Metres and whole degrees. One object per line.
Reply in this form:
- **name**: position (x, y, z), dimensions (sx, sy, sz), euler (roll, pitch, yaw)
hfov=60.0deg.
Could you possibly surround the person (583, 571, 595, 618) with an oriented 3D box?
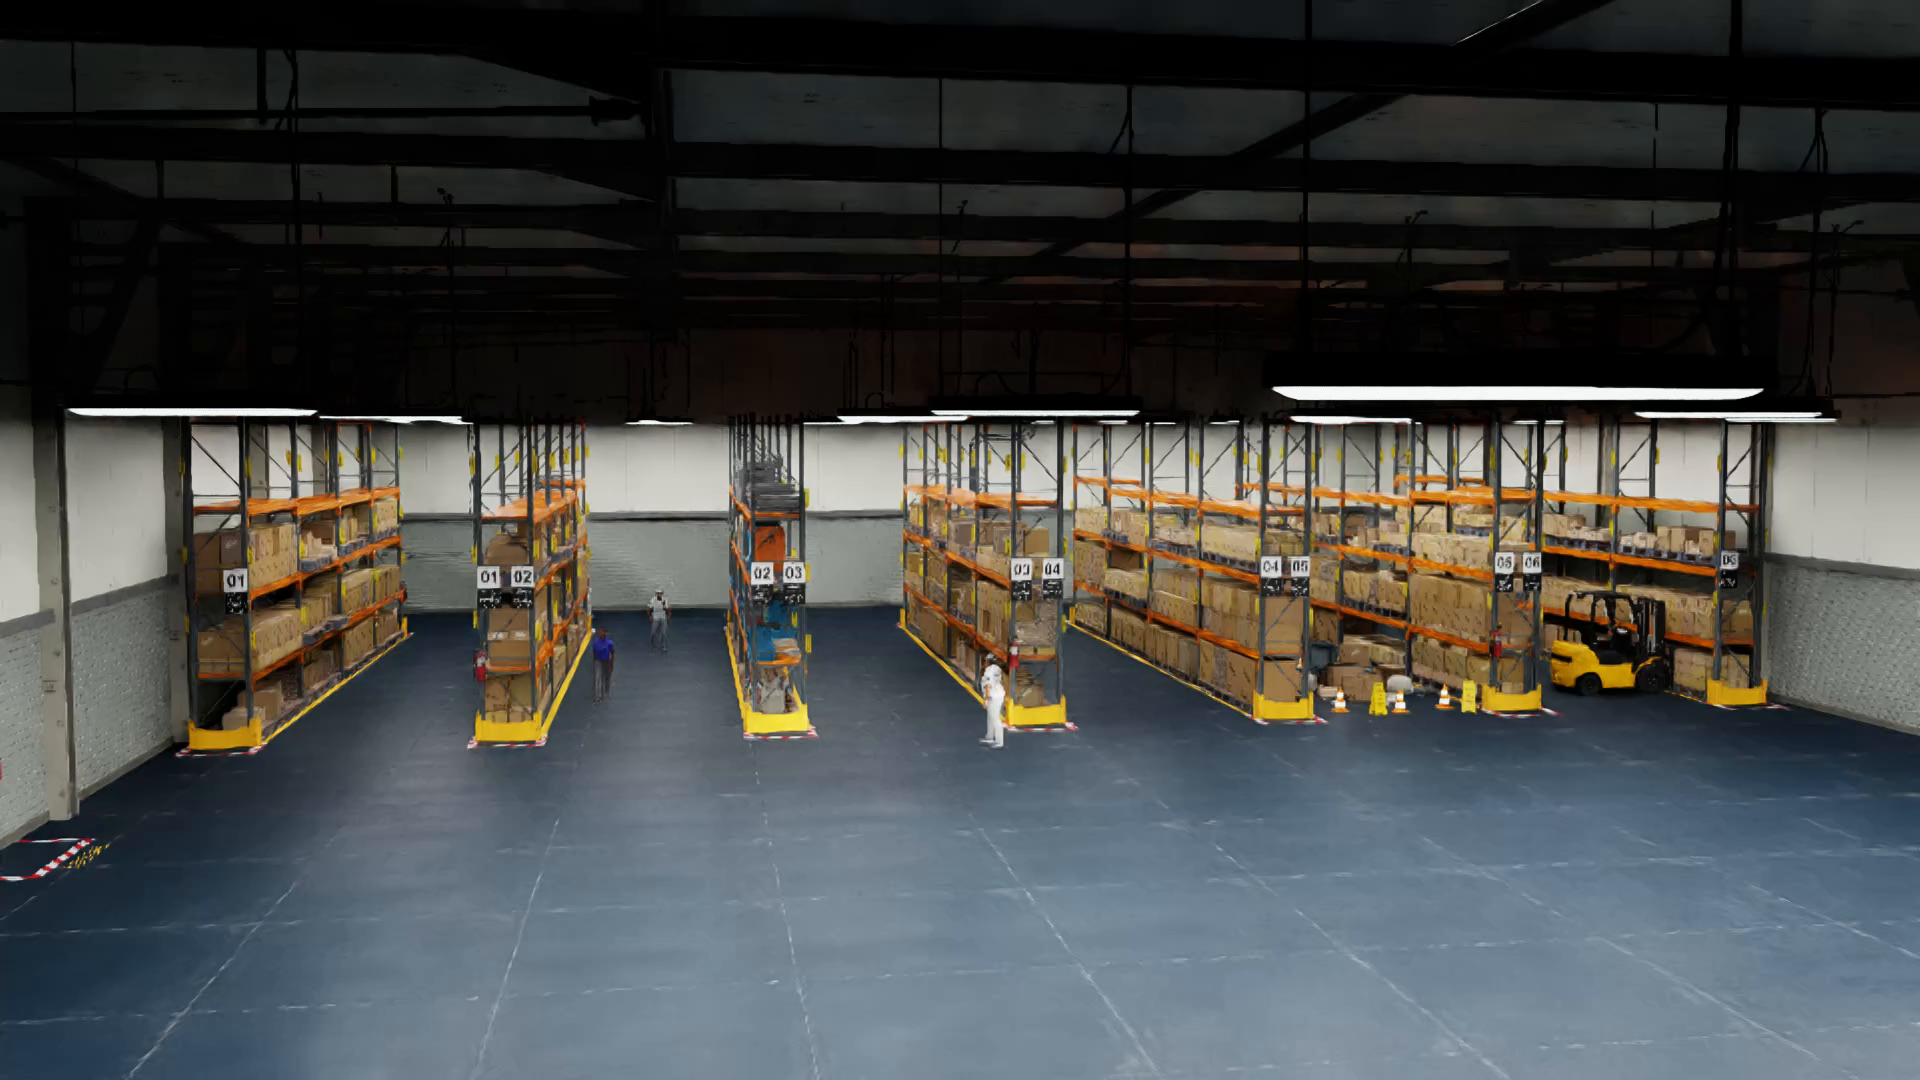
- **person**: position (-11.338, 1.478, 49.669), dimensions (0.704, 1.711, 0.835), euler (-2, 4, -27)

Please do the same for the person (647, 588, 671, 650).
- **person**: position (-7.708, 2.021, 42.601), dimensions (0.592, 1.629, 0.532), euler (-1, 4, -12)

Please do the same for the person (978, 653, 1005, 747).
- **person**: position (0.555, 2.850, 29.875), dimensions (0.562, 1.658, 0.605), euler (1, 4, 17)

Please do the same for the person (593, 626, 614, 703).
- **person**: position (-7.430, 2.593, 34.669), dimensions (0.445, 1.512, 1.090), euler (-1, 4, -12)
